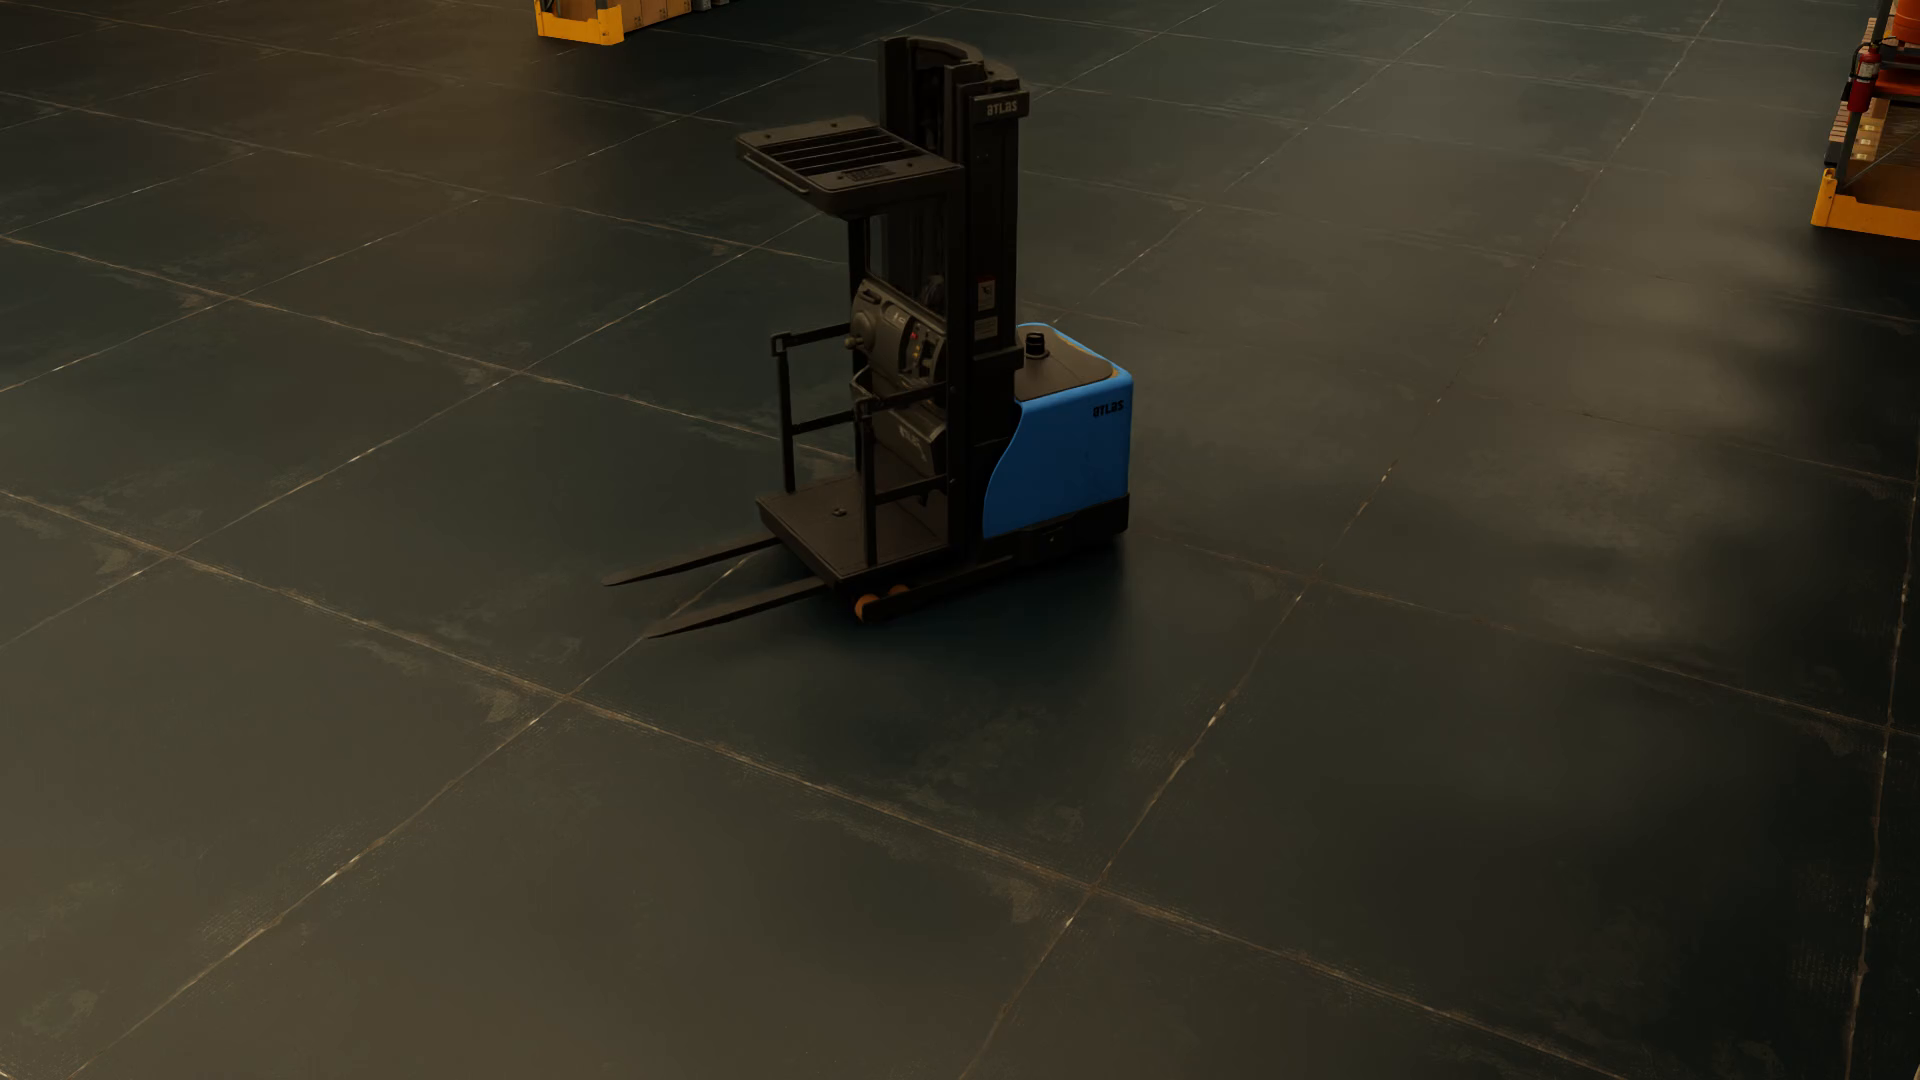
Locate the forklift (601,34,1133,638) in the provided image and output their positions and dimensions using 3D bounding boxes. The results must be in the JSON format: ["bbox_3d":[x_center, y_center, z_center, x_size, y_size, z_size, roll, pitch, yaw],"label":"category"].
[{"bbox_3d":[-0.518,-1.105,8.985,3.031,2.935,1.130,-17,34,-27],"label":"forklift"}]
